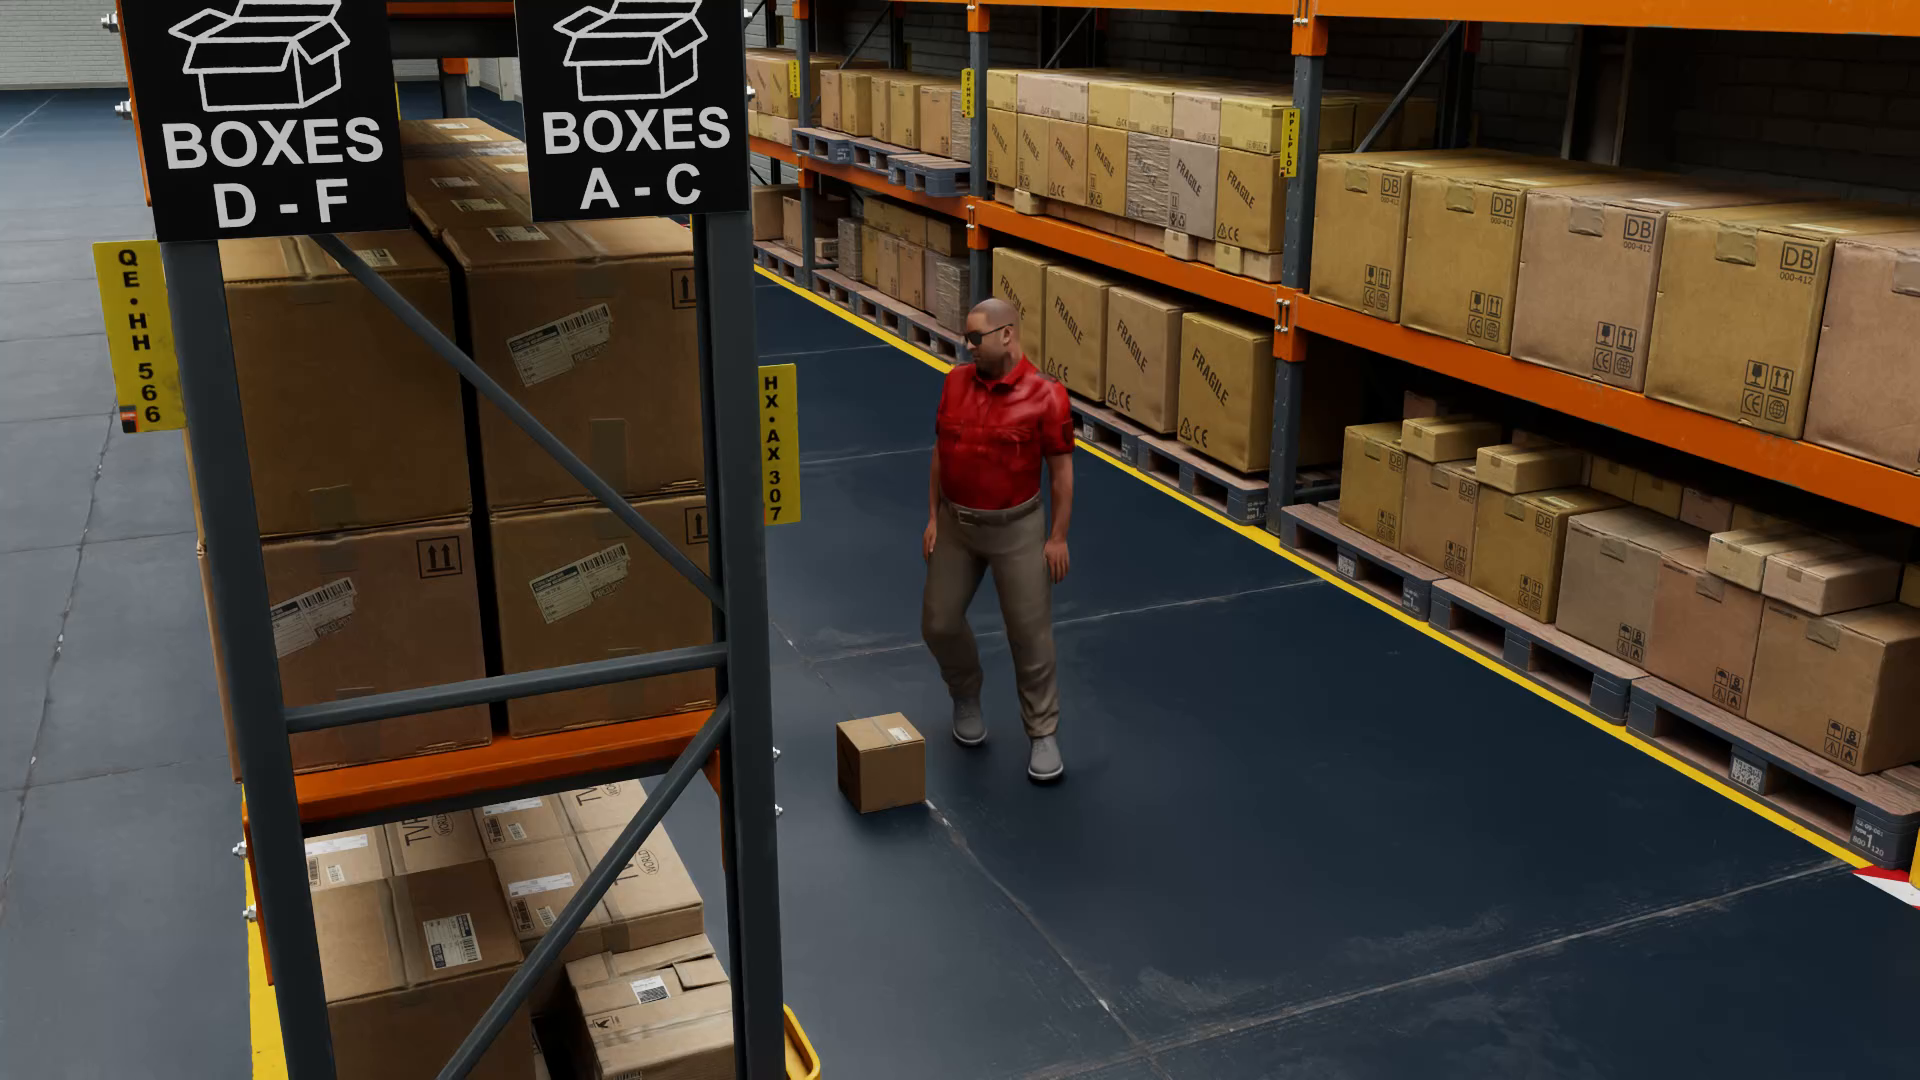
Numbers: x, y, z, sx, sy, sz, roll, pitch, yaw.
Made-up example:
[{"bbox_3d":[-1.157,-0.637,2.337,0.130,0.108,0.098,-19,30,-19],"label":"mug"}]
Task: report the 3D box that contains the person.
[{"bbox_3d":[0.167,-0.024,6.096,0.601,1.731,0.434,9,21,26],"label":"person"}]
